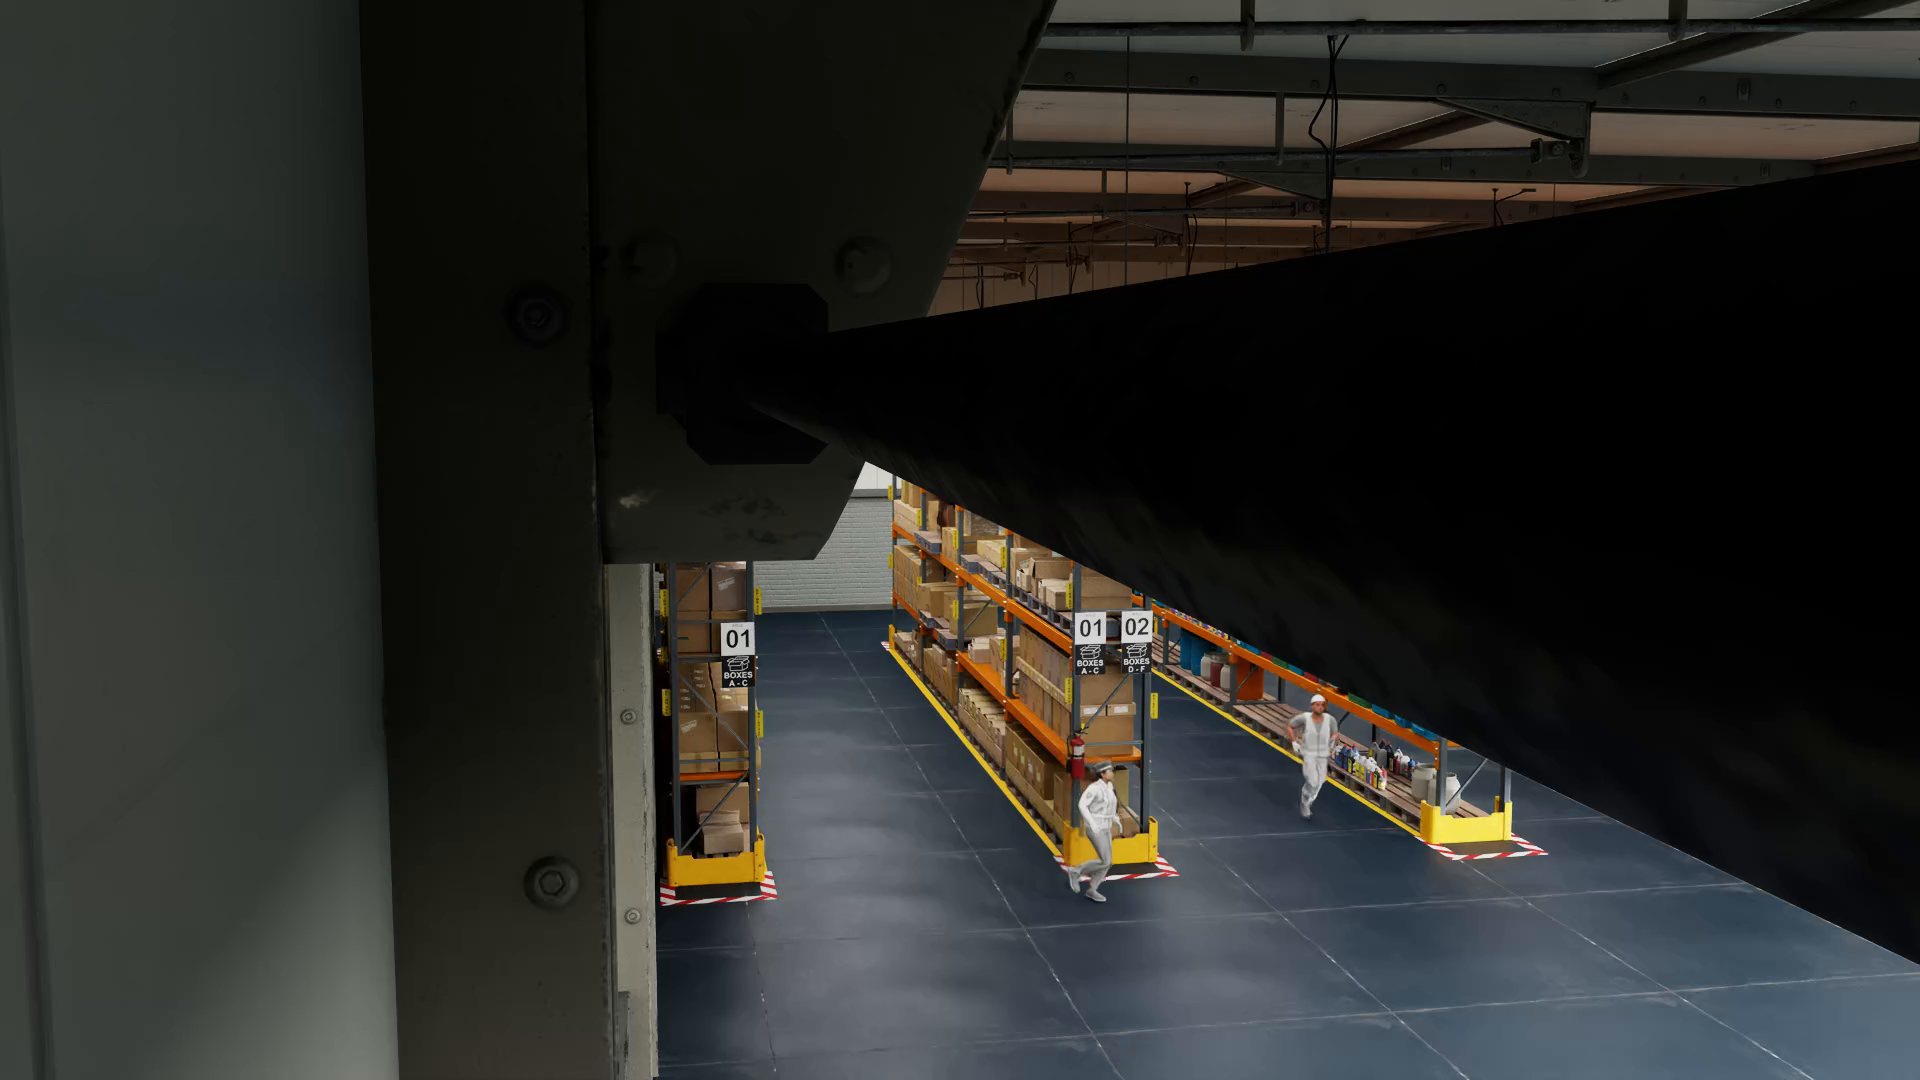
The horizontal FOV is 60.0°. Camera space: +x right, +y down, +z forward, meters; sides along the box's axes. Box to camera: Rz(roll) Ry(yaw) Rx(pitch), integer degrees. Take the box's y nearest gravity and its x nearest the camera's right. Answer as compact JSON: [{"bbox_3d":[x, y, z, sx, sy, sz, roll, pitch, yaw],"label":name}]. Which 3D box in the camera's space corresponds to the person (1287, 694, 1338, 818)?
[{"bbox_3d":[4.885,2.976,22.860,0.650,1.736,0.686,-1,6,-8],"label":"person"}]

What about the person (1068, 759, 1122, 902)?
[{"bbox_3d":[1.634,3.398,19.689,0.530,1.636,0.672,3,7,29],"label":"person"}]
